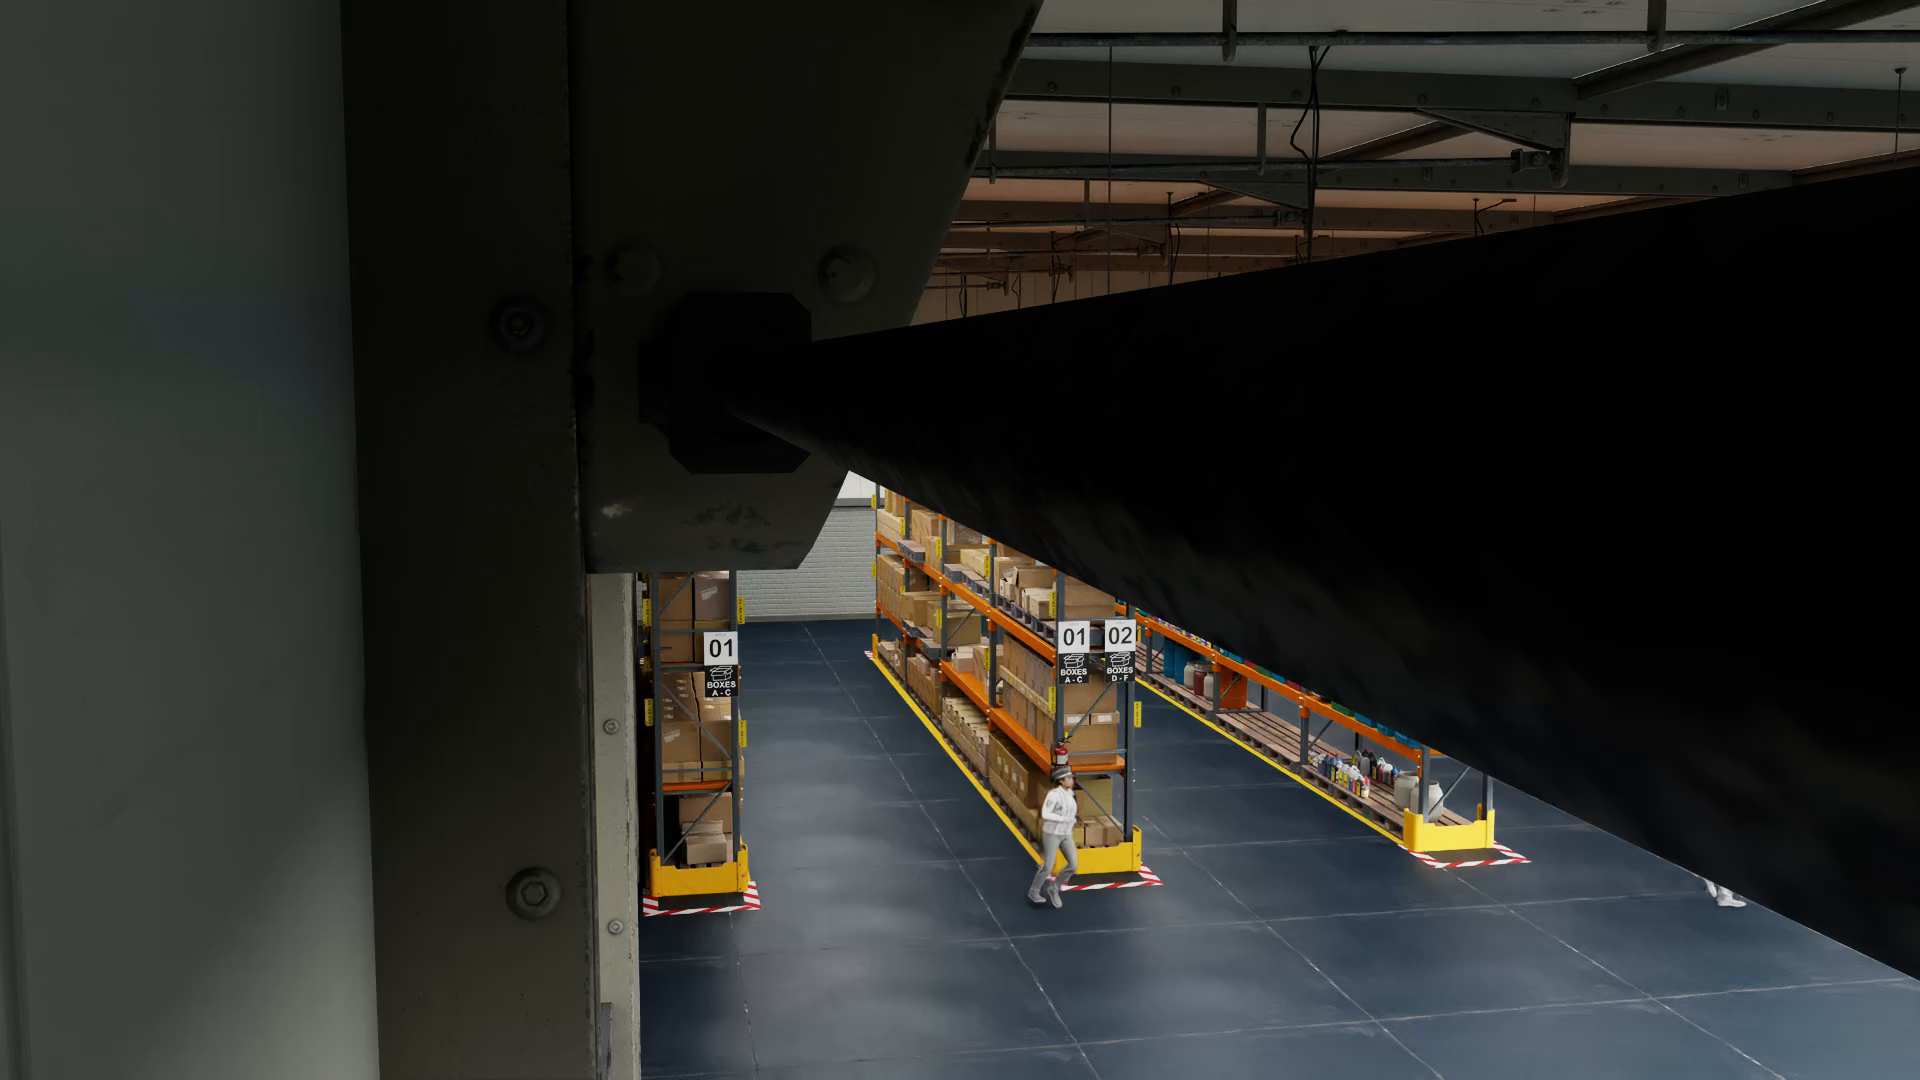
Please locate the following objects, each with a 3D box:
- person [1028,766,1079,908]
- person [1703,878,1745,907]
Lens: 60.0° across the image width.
[{"bbox_3d":[1.205,3.498,19.681,0.622,1.674,0.633,-5,8,-40],"label":"person"},{"bbox_3d":[9.053,3.471,19.566,0.583,1.726,0.658,2,6,17],"label":"person"}]
